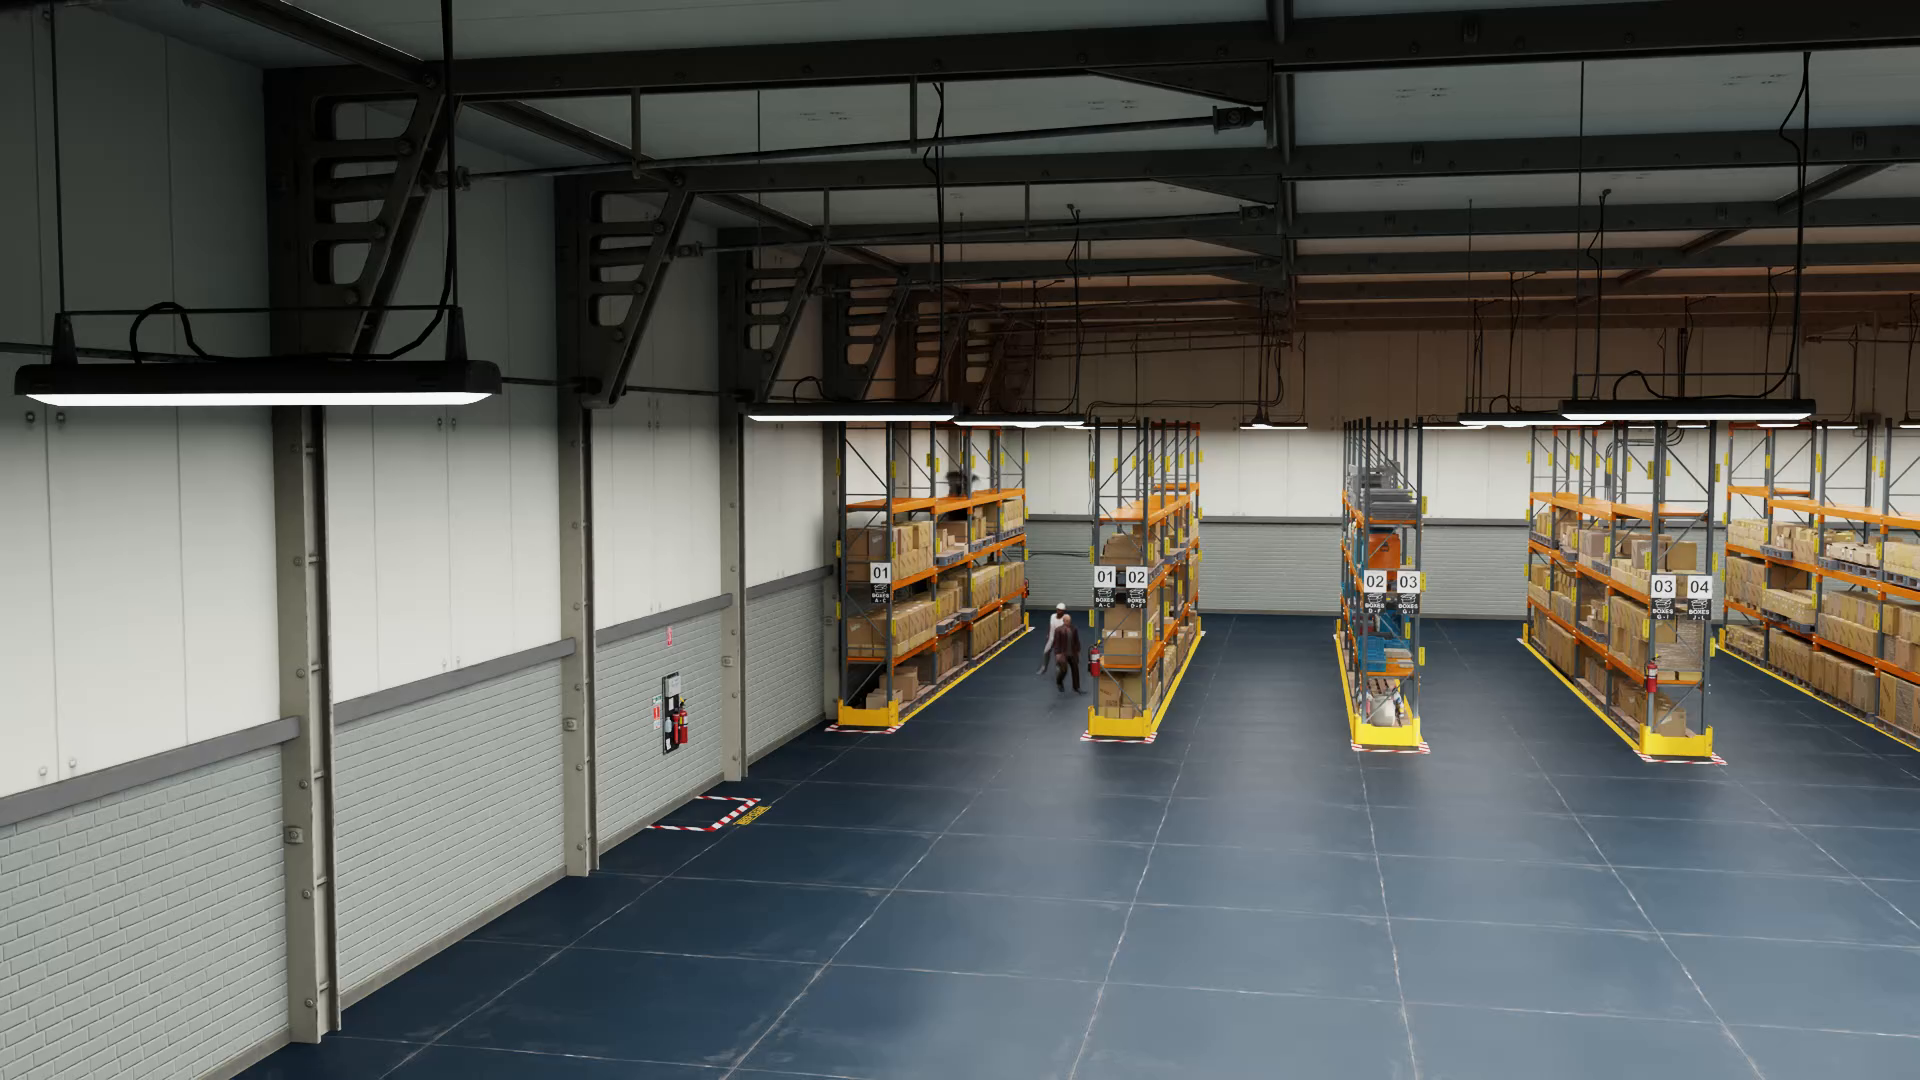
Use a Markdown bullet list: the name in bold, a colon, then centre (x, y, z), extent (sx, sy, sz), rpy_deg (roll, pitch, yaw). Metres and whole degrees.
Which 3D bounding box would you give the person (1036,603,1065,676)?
- **person**: centre (2.241, 2.323, 38.897), extent (0.817, 1.721, 0.784), rpy_deg (2, 4, 28)

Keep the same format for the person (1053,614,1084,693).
- **person**: centre (2.362, 2.487, 36.372), extent (0.700, 1.750, 0.562), rpy_deg (-1, 4, -21)

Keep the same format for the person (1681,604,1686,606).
- **person**: centre (18.962, 1.967, 44.348), extent (0.810, 1.738, 0.761), rpy_deg (3, 5, 36)
